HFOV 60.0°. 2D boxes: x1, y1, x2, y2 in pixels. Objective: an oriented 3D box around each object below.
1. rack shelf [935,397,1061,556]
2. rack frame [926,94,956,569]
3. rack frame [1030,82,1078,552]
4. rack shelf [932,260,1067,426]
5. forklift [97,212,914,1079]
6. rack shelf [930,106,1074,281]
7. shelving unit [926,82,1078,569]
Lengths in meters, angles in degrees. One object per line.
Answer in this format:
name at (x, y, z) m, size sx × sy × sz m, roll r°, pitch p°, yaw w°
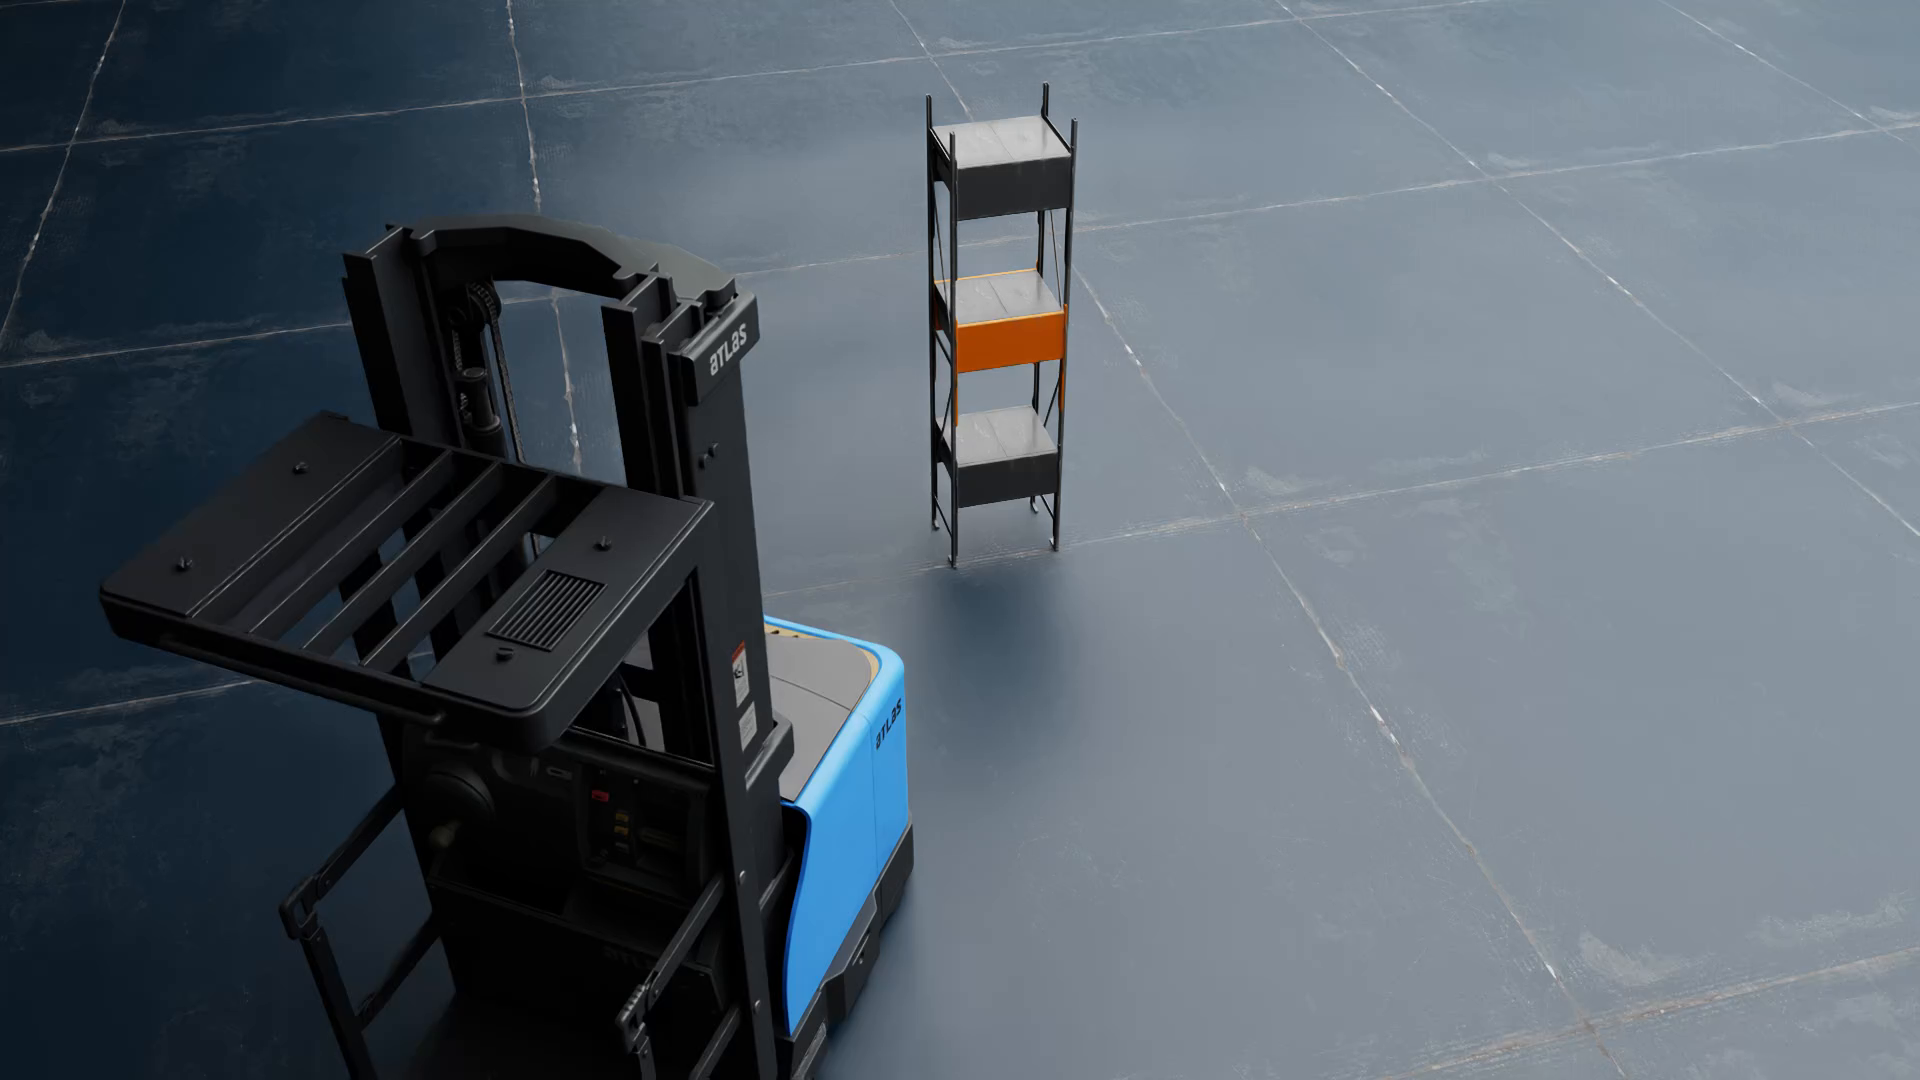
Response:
rack shelf at (0.160, -0.293, 7.580) m, size 0.480 × 0.518 × 0.431 m, roll -9°, pitch 38°, yaw -12°
rack frame at (-0.076, -0.822, 7.096) m, size 0.015 × 2.100 × 0.400 m, roll -9°, pitch 38°, yaw -12°
rack frame at (0.395, -0.899, 7.197) m, size 0.015 × 2.100 × 0.400 m, roll -9°, pitch 38°, yaw -12°
rack shelf at (0.160, -0.849, 7.155) m, size 0.480 × 0.518 × 0.431 m, roll -9°, pitch 38°, yaw -12°
forklift at (-1.170, 0.784, 4.312) m, size 1.130 × 2.935 × 3.031 m, roll 13°, pitch 39°, yaw 17°
rack shelf at (0.160, -1.405, 6.729) m, size 0.480 × 0.518 × 0.431 m, roll -9°, pitch 38°, yaw -12°
shelving unit at (0.160, -0.860, 7.146) m, size 0.503 × 2.100 × 0.431 m, roll -9°, pitch 38°, yaw -12°
